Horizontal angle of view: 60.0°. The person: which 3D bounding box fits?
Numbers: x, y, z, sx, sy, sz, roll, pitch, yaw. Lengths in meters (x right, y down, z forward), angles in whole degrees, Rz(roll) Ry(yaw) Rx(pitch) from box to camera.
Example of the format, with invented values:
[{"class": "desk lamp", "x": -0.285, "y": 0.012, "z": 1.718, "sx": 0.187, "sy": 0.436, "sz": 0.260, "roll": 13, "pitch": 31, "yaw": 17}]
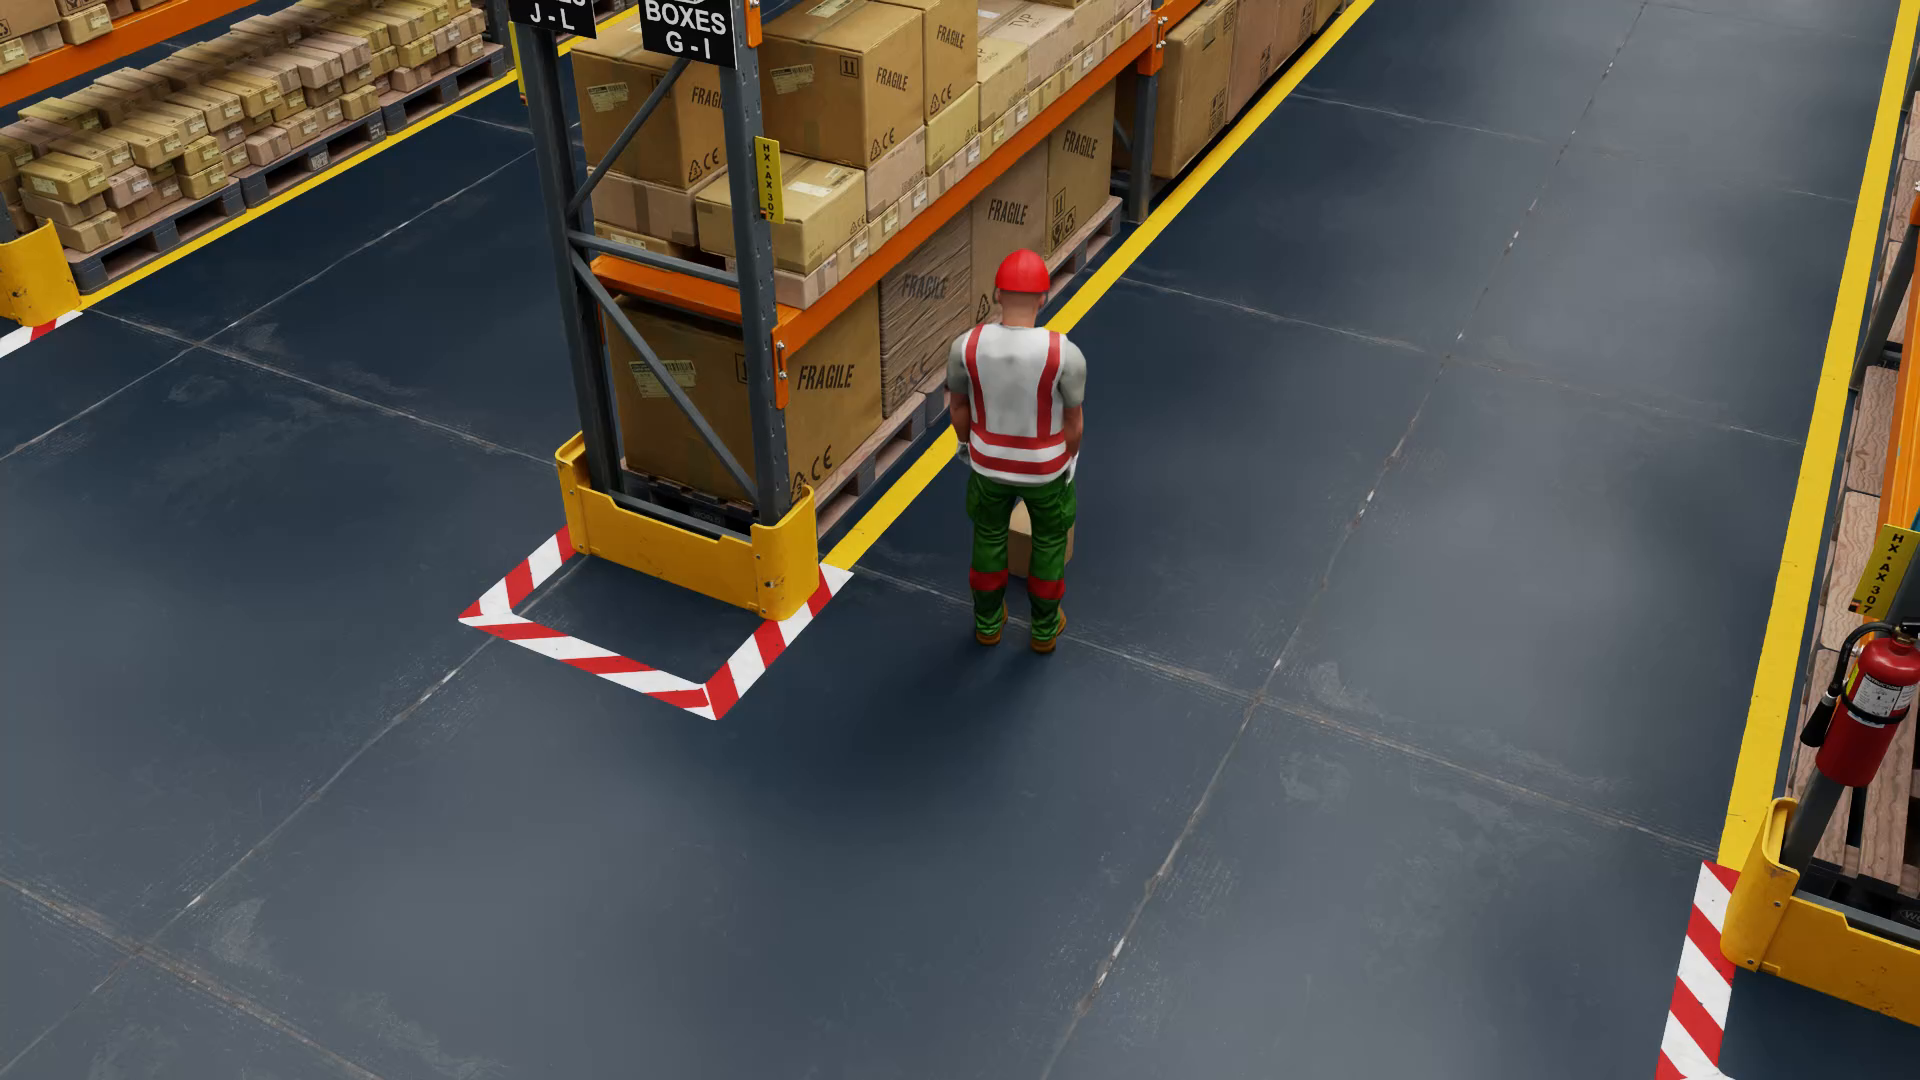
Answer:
[{"class": "person", "x": 0.224, "y": -0.323, "z": 6.570, "sx": 0.533, "sy": 1.768, "sz": 0.388, "roll": 8, "pitch": 38, "yaw": 11}]
